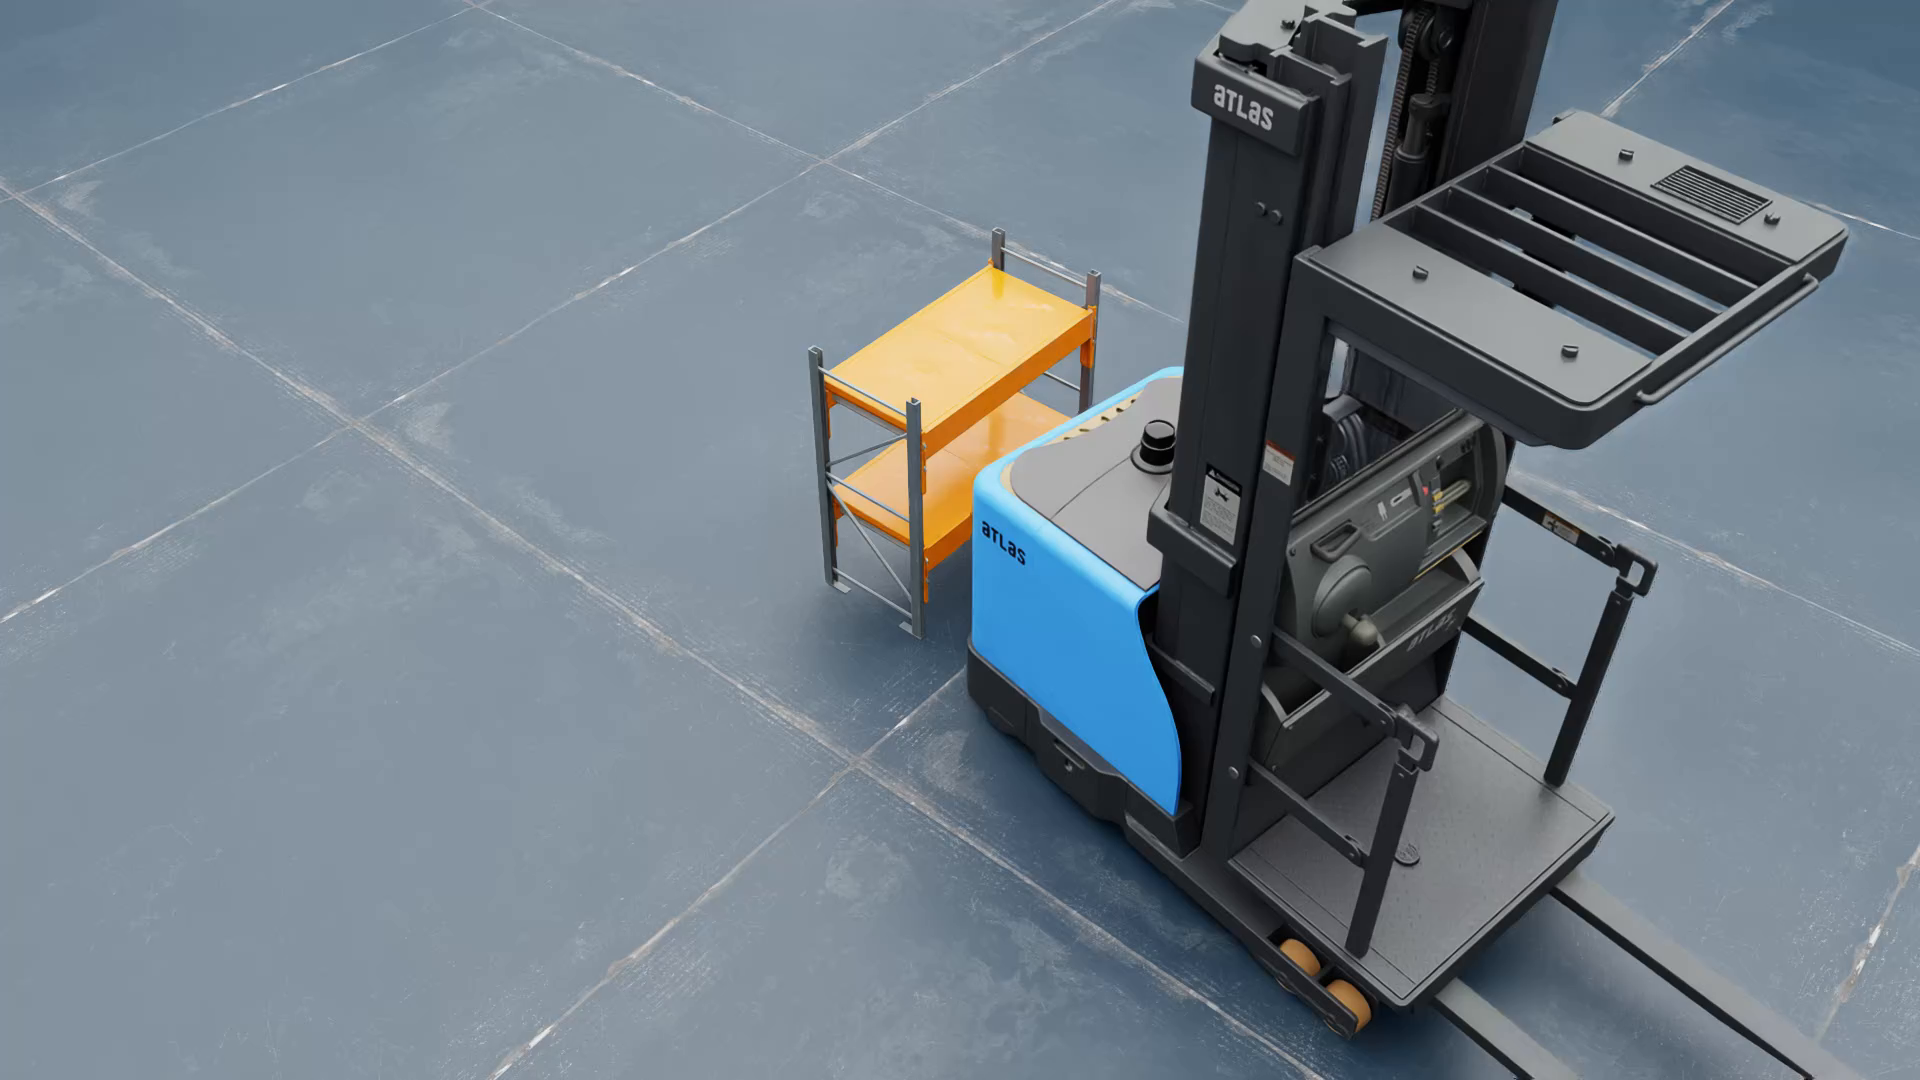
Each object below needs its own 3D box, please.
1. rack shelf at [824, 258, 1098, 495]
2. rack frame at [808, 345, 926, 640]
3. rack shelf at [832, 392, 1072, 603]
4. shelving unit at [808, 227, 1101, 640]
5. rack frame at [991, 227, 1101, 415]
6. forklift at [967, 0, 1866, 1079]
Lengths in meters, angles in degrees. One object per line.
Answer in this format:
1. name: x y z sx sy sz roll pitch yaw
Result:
1. rack shelf: -0.004 -0.629 6.171 0.538 0.278 1.000 29 50 28
2. rack frame: -0.332 -0.151 6.080 0.500 1.125 0.032 29 50 28
3. rack shelf: -0.004 -0.232 6.532 0.538 0.278 1.000 29 50 28
4. shelving unit: -0.004 -0.413 6.368 0.538 1.125 1.048 29 50 28
5. rack frame: 0.323 -0.674 6.656 0.500 1.125 0.032 29 50 28
6. forklift: 1.365 0.038 4.530 1.130 2.935 3.031 -30 50 -29
